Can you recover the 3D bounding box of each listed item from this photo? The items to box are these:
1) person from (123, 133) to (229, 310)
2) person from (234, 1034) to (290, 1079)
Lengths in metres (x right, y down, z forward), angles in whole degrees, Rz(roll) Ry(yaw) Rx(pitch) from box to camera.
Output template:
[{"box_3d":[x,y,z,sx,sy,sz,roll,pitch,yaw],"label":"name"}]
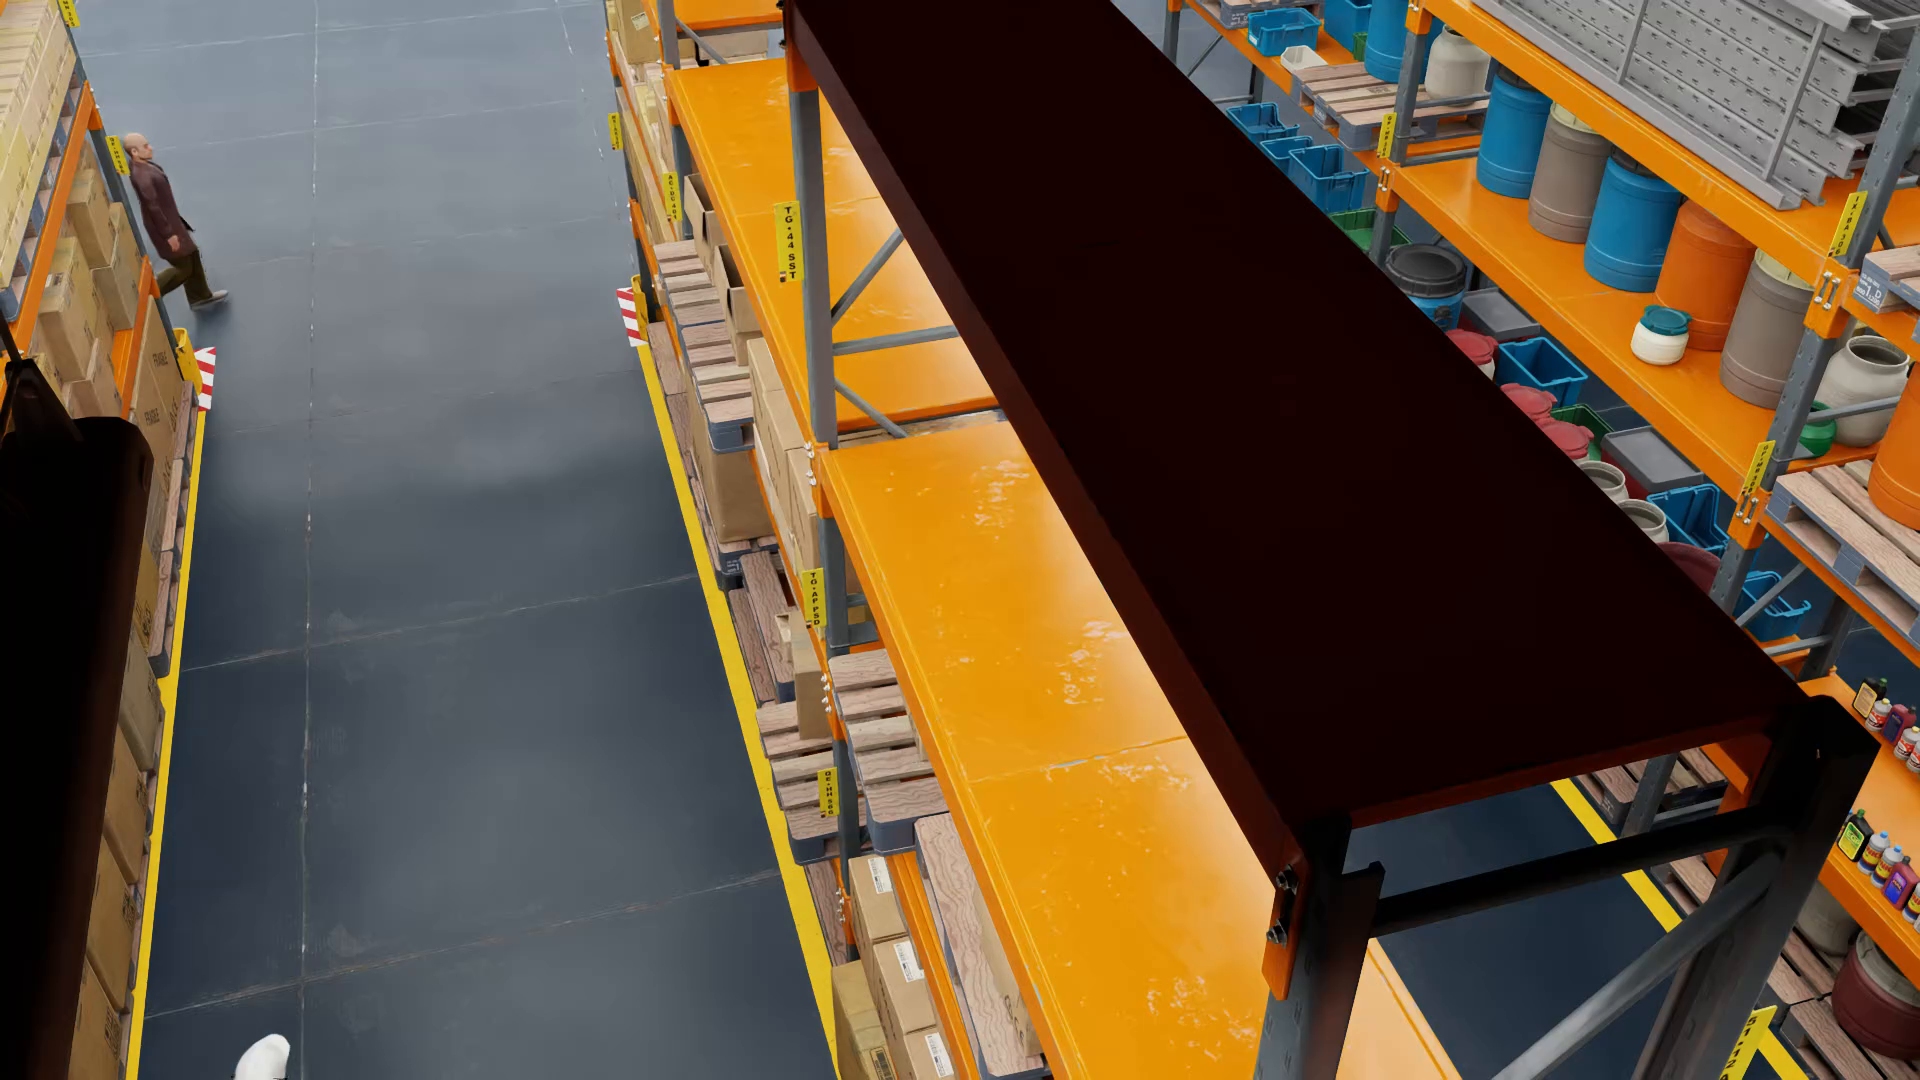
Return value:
[{"box_3d":[-7.213,-2.771,14.971,0.842,1.649,0.602,-22,43,-26],"label":"person"},{"box_3d":[-3.092,2.843,7.828,0.594,1.701,1.072,-8,39,-10],"label":"person"}]
